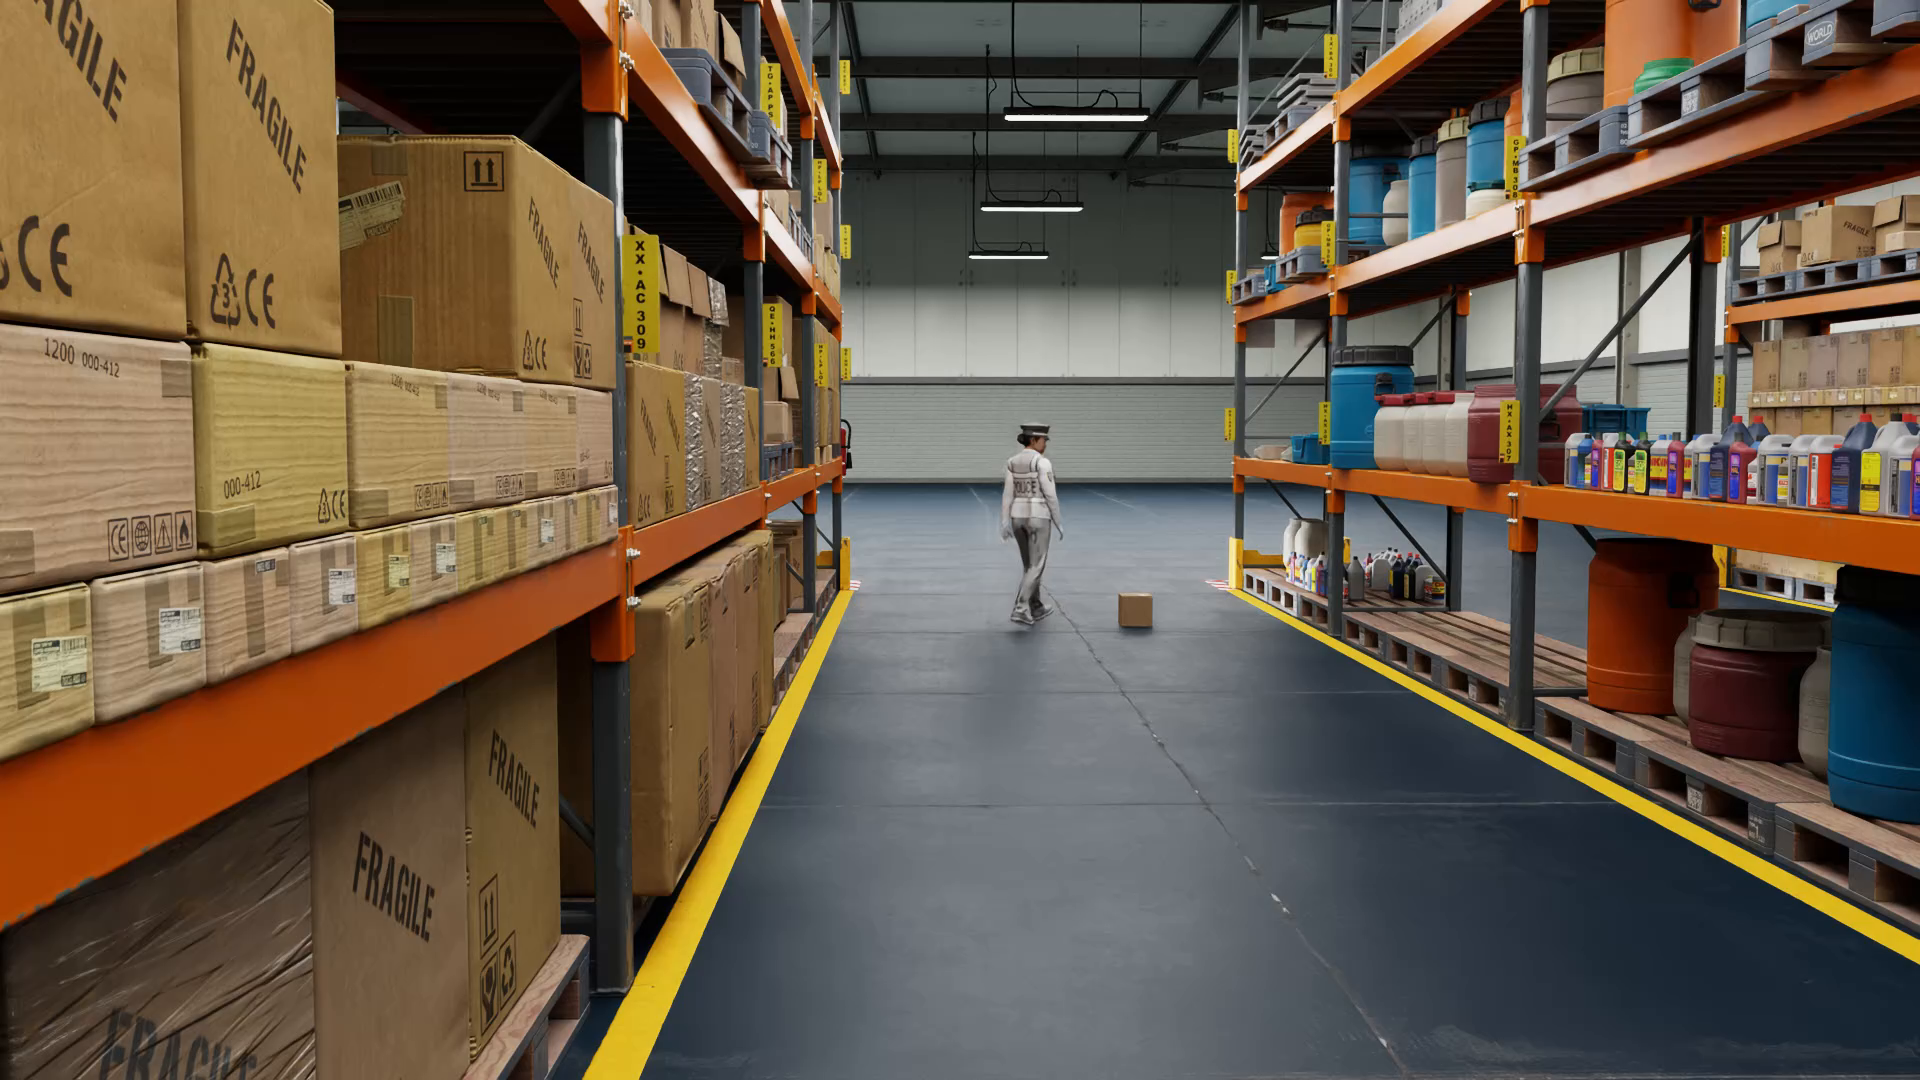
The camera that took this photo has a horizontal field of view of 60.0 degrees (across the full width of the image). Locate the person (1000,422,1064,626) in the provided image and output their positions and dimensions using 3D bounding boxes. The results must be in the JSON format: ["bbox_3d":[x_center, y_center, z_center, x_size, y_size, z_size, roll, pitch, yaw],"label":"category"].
[{"bbox_3d":[0.605,-0.131,13.365,0.518,1.631,0.868,4,5,43],"label":"person"}]
